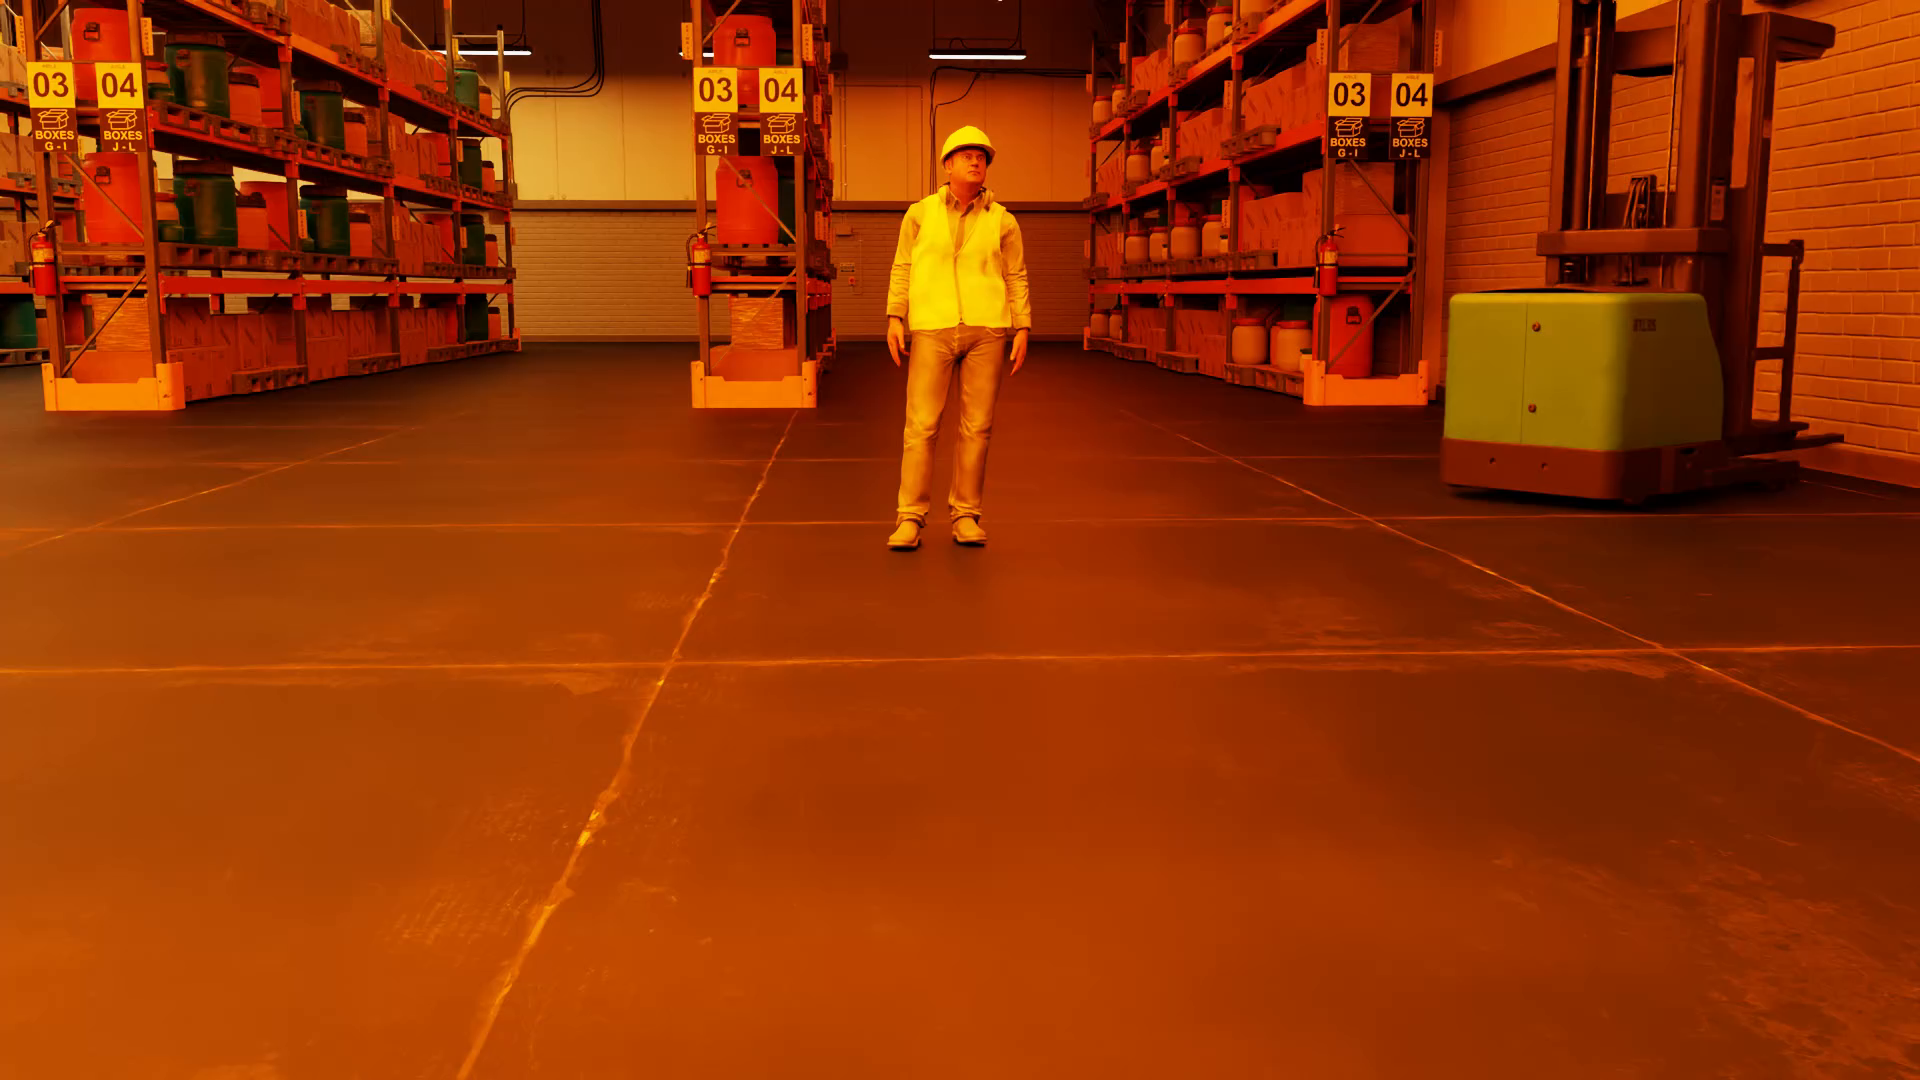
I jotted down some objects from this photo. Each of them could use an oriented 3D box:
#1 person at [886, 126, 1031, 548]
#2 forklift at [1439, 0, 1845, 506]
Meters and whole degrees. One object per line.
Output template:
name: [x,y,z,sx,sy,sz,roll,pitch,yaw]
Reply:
person: [-0.005,-0.876,7.117,0.632,1.773,0.568,-1,8,-4]
forklift: [4.035,-1.768,9.237,3.031,2.935,1.130,-7,11,-38]
